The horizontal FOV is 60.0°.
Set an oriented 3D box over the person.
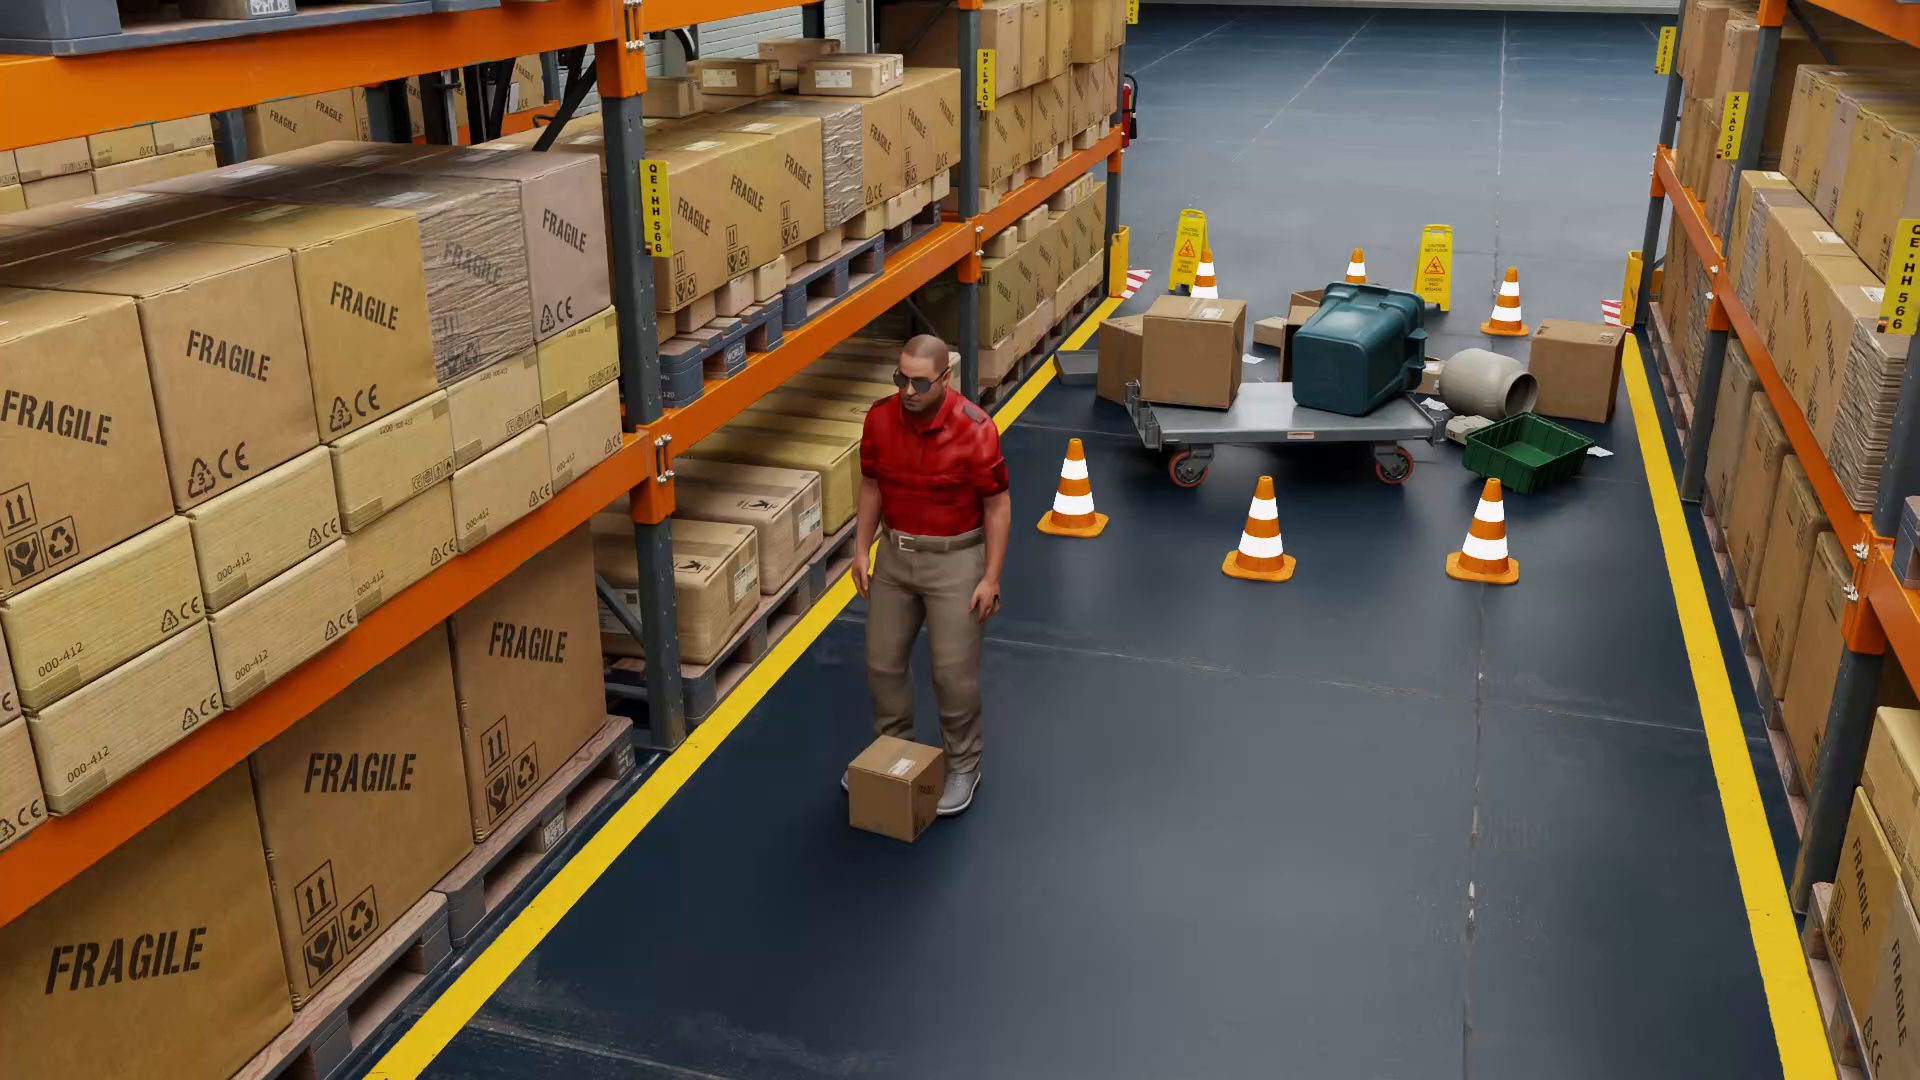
[{"bbox_3d":[-0.114,0.107,5.841,0.591,1.725,0.392,10,24,24],"label":"person"}]
